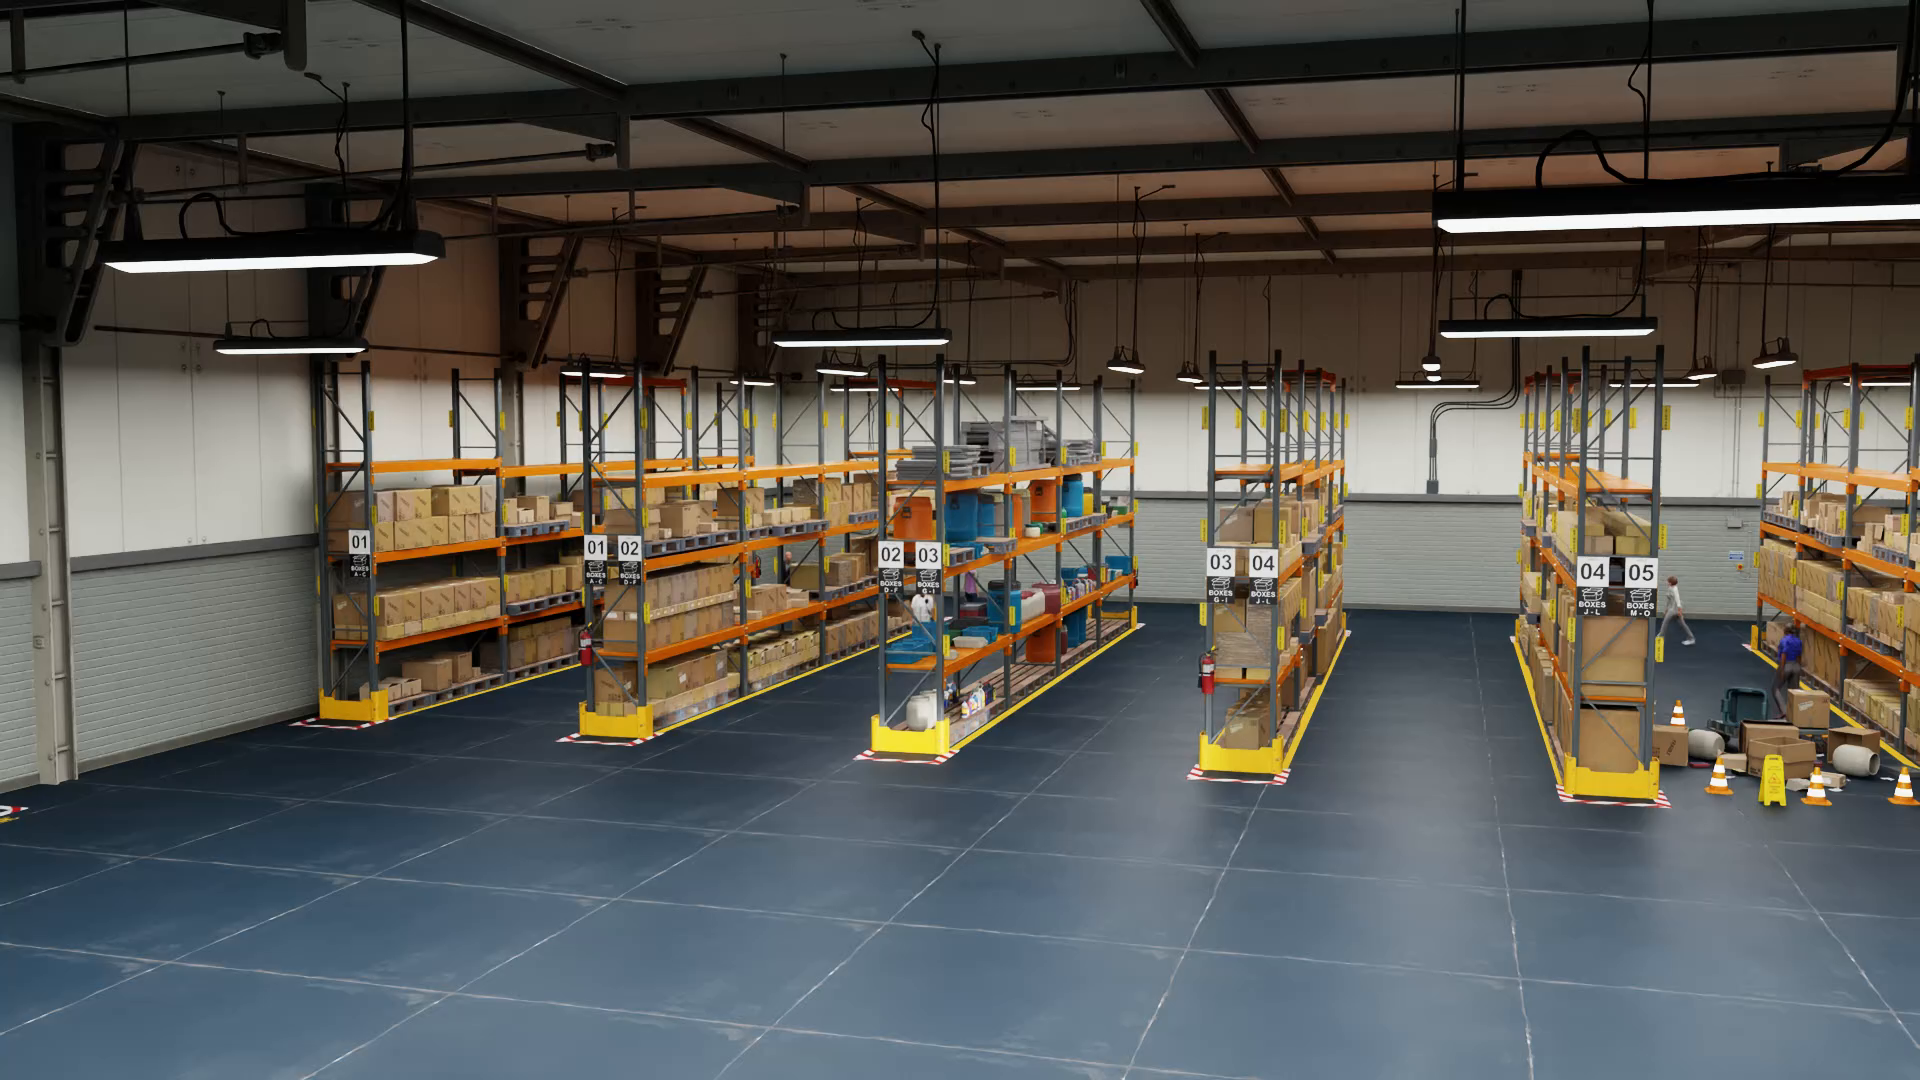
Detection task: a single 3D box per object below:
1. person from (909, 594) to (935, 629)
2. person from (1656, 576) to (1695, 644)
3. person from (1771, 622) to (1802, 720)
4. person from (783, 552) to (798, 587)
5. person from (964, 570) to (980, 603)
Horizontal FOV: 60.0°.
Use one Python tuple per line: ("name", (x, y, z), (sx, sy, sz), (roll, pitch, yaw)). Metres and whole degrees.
("person", (-0.784, 1.698, 34.750), (0.487, 1.603, 1.043), (1, 4, 15))
("person", (15.944, 1.560, 37.164), (0.974, 1.528, 0.405), (3, 5, 37))
("person", (13.831, 2.187, 27.710), (0.468, 1.621, 0.478), (-1, 4, -9))
("person", (-4.377, 1.126, 42.354), (0.599, 1.663, 1.080), (1, 4, 8))
("person", (0.256, 1.304, 40.674), (0.466, 1.598, 0.448), (4, 6, 44))
